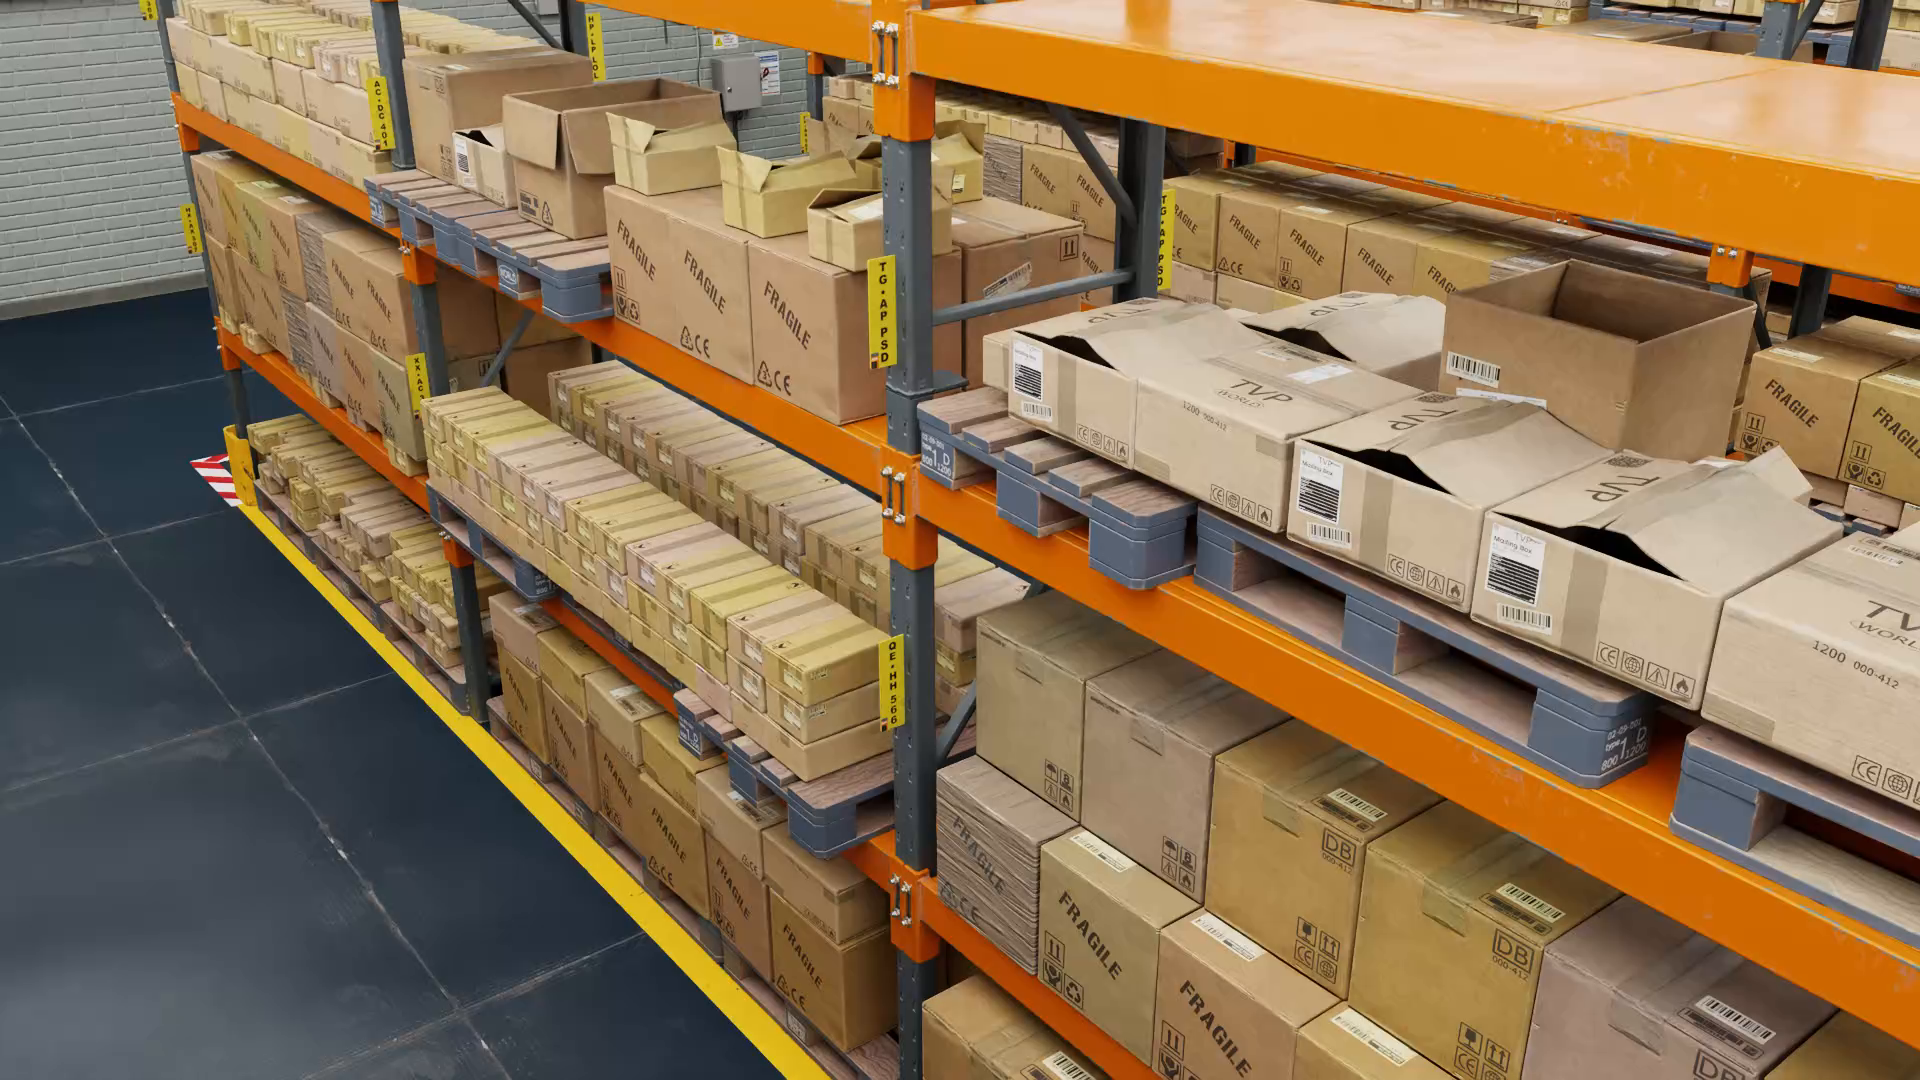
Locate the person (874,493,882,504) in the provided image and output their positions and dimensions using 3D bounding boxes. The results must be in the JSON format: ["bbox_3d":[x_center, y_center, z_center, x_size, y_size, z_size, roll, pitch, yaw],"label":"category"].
[{"bbox_3d":[-0.381,-0.482,10.139,0.480,1.770,0.562,-19,30,-35],"label":"person"}]
